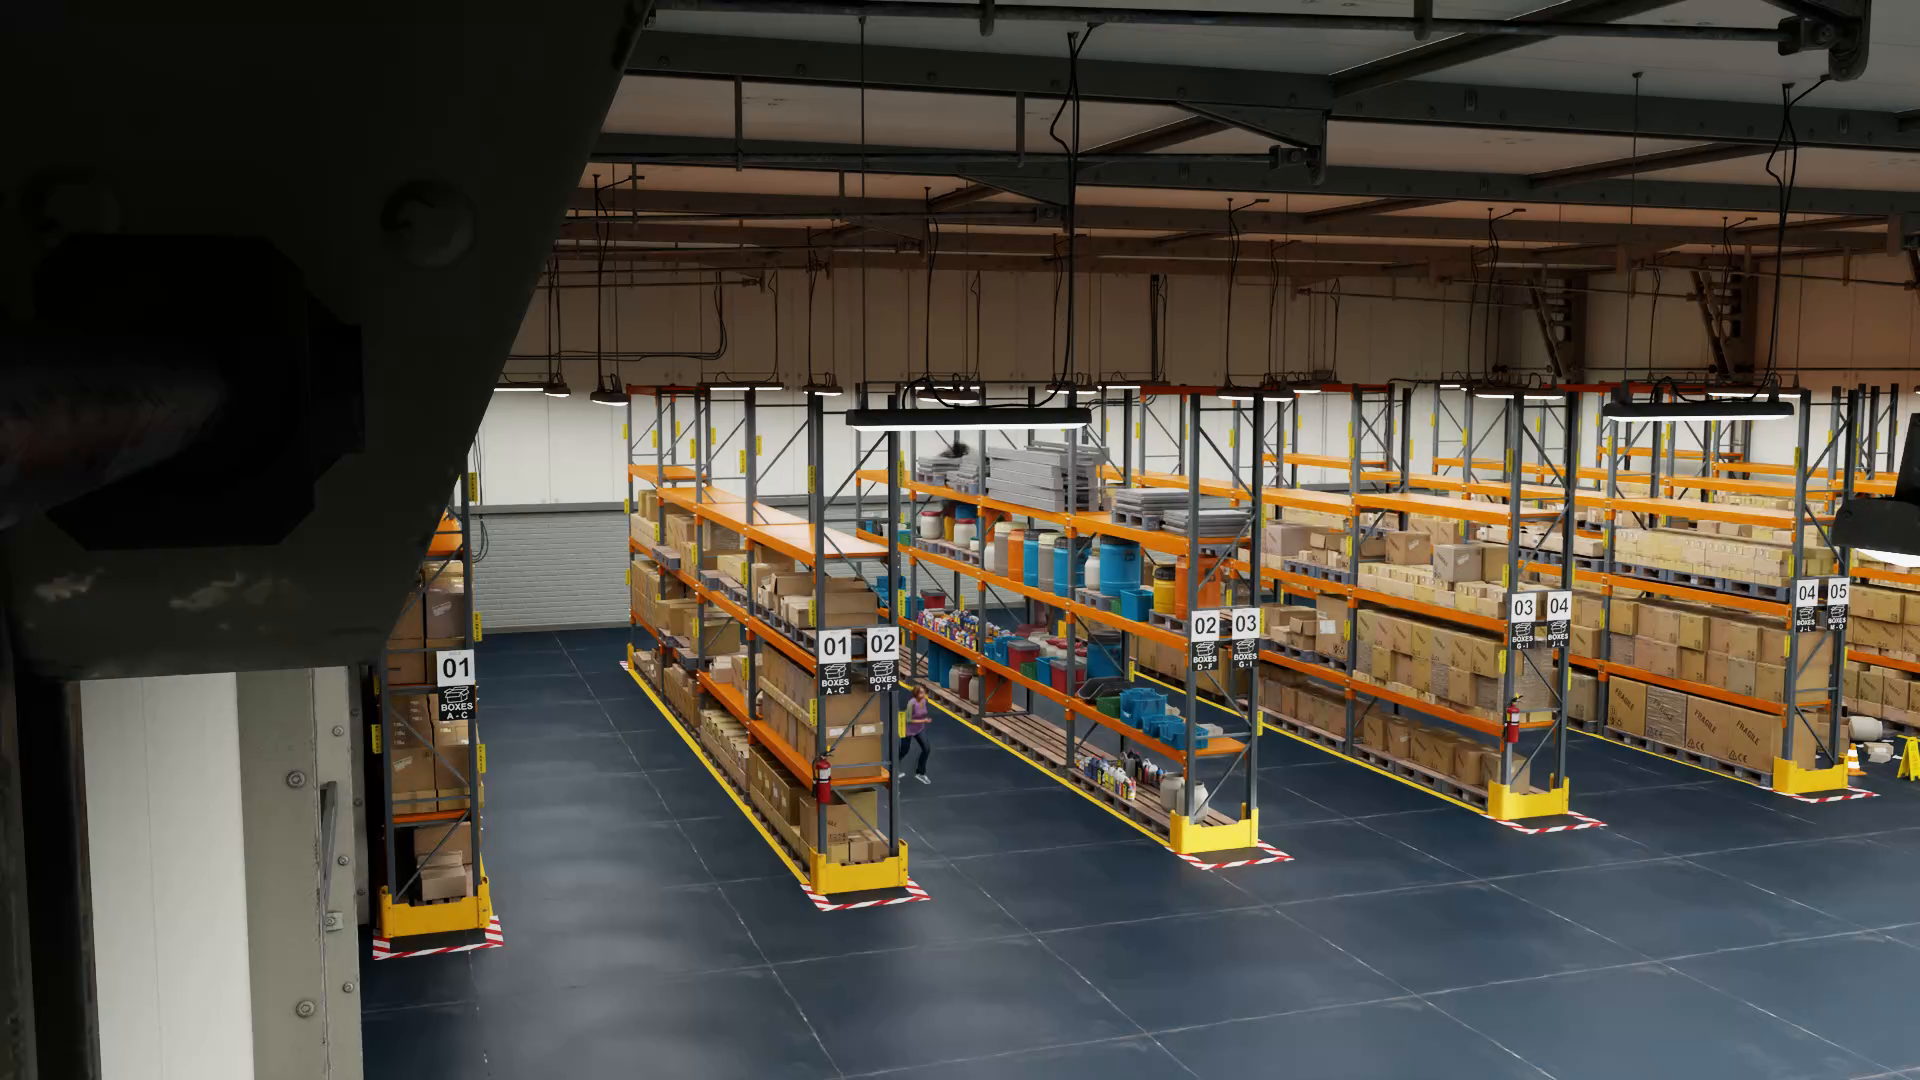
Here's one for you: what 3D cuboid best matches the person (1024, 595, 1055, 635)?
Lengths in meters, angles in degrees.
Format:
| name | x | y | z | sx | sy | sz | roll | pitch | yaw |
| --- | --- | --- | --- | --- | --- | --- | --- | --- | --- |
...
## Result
| name | x | y | z | sx | sy | sz | roll | pitch | yaw |
| --- | --- | --- | --- | --- | --- | --- | --- | --- | --- |
| person | 1.811 | 1.617 | 35.771 | 0.681 | 1.796 | 0.722 | -3 | 7 | -27 |

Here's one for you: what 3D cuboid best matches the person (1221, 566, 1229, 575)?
| name | x | y | z | sx | sy | sz | roll | pitch | yaw |
| --- | --- | --- | --- | --- | --- | --- | --- | --- | --- |
| person | 6.095 | 1.434 | 39.152 | 0.715 | 1.830 | 0.758 | -1 | 6 | -5 |

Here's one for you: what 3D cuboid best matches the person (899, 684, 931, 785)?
| name | x | y | z | sx | sy | sz | roll | pitch | yaw |
| --- | --- | --- | --- | --- | --- | --- | --- | --- | --- |
| person | -0.711 | 2.945 | 25.374 | 0.538 | 1.560 | 0.904 | -5 | 8 | -43 |
